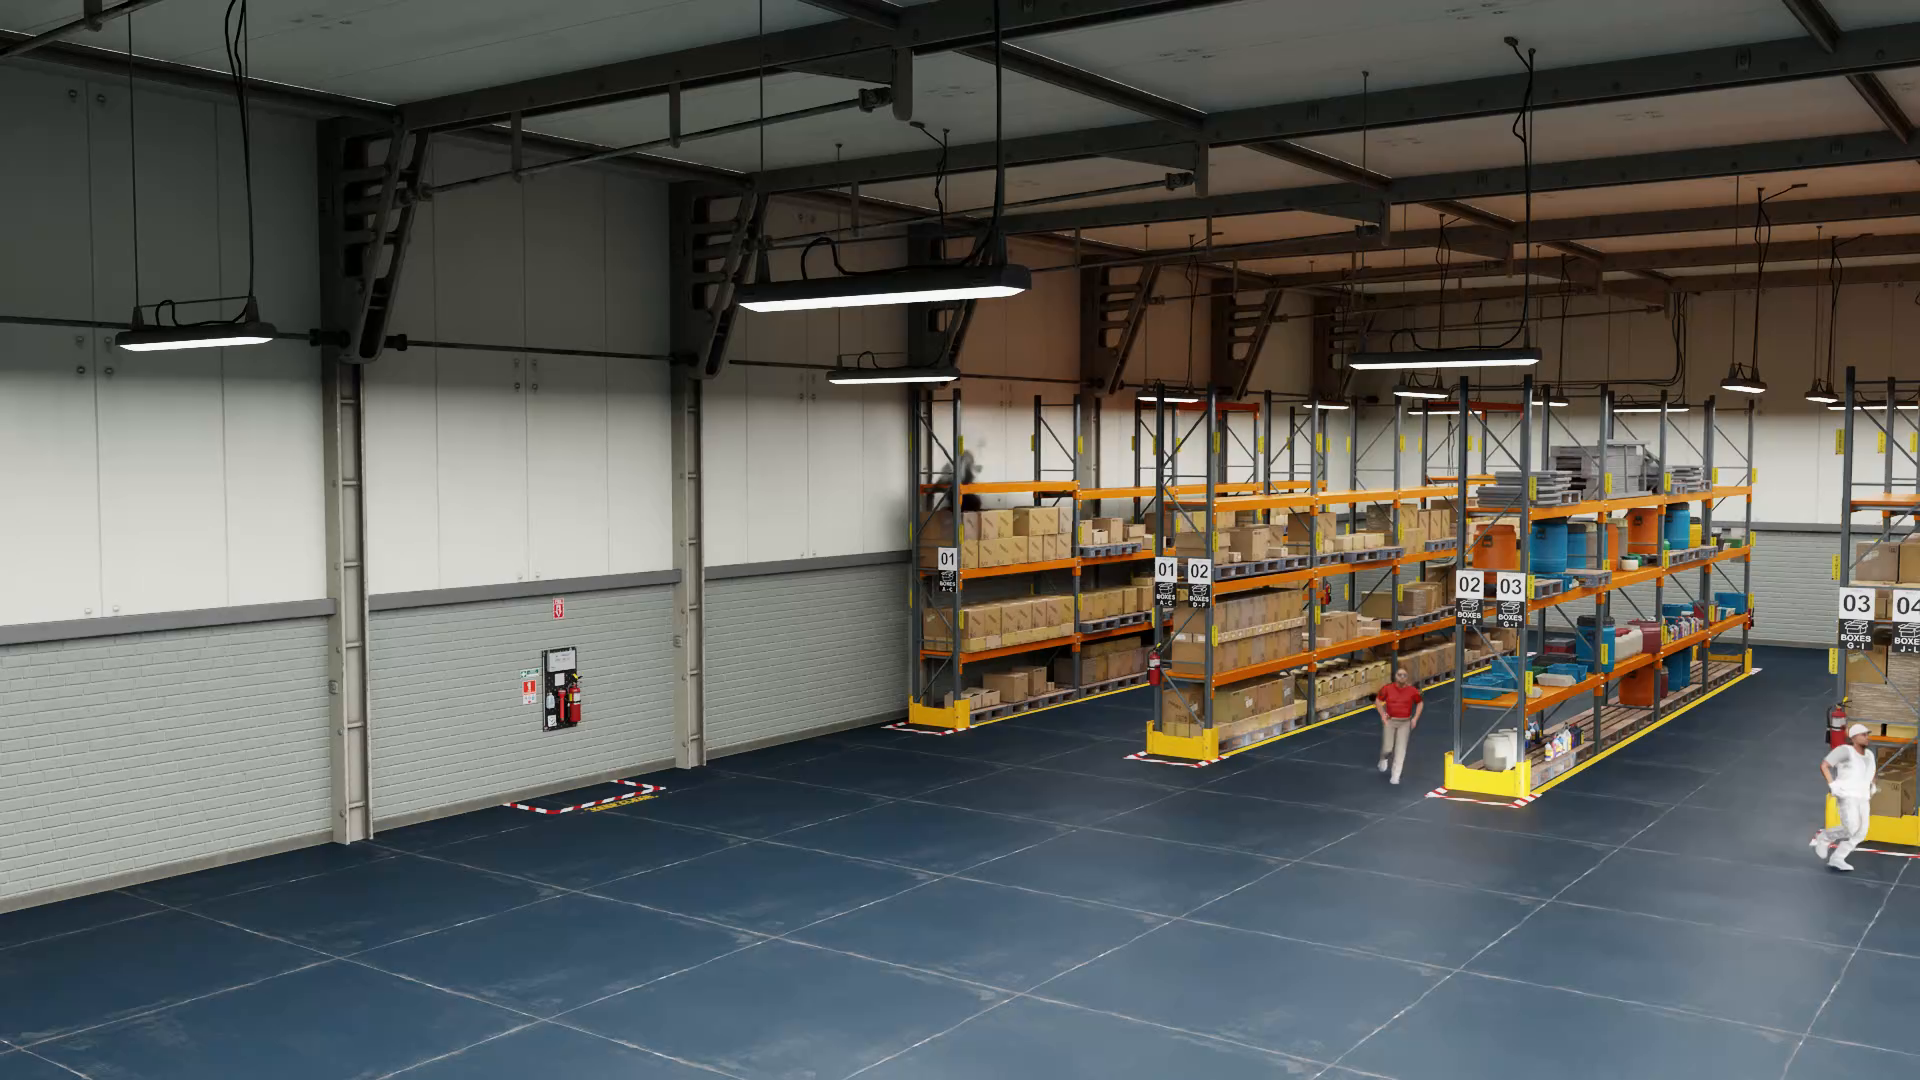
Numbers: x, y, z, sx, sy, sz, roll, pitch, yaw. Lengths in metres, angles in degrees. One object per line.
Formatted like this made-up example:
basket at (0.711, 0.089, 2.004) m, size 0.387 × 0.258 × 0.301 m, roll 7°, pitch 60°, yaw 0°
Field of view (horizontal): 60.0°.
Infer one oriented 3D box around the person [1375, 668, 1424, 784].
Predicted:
person at (6.566, 2.771, 24.861) m, size 0.698 × 1.730 × 0.678 m, roll 1°, pitch 3°, yaw 11°

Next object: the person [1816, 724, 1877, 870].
person at (10.567, 3.025, 19.706) m, size 0.703 × 1.687 × 0.563 m, roll -1°, pitch 3°, yaw -20°
